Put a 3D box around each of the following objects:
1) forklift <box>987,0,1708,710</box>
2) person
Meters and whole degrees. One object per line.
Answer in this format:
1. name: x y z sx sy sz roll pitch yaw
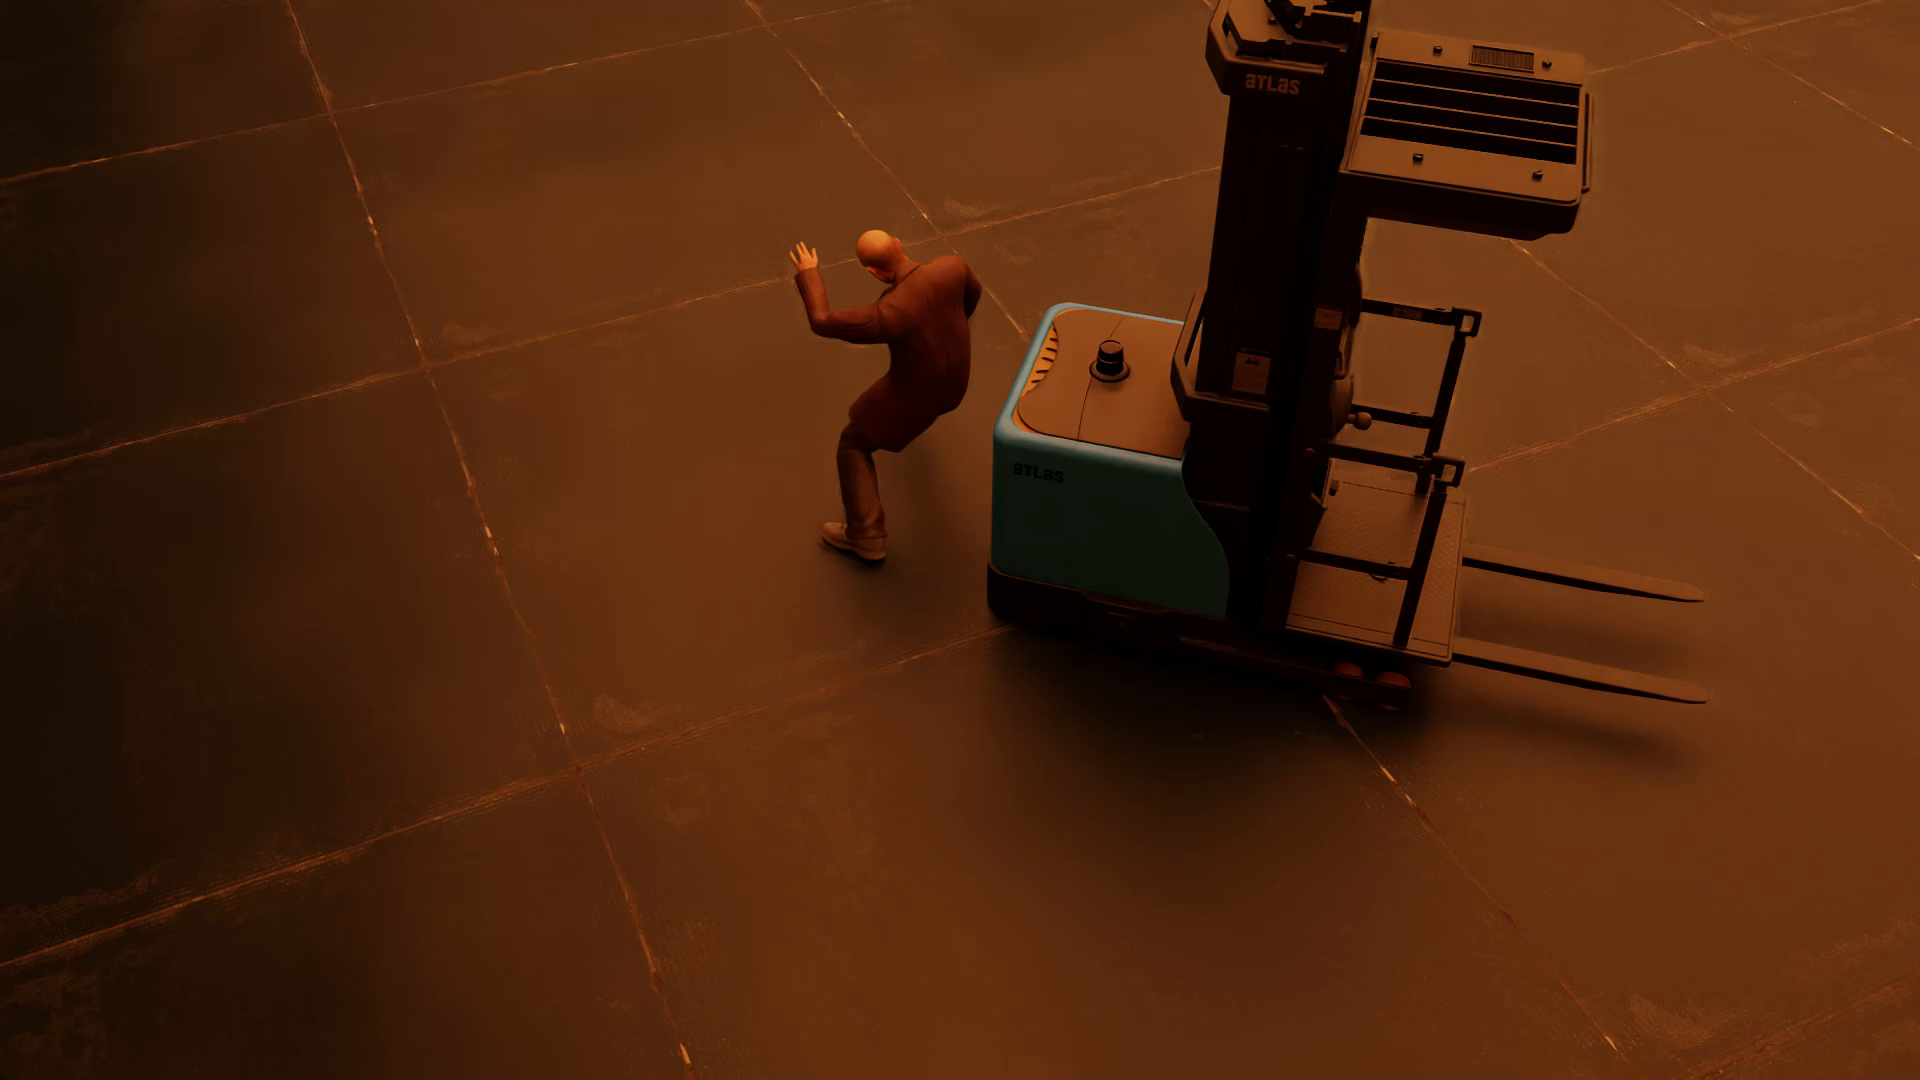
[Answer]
1. forklift: 1.697 -0.758 6.493 3.031 2.935 1.130 11 44 12
2. person: -0.395 -0.894 7.778 1.059 1.416 1.261 -25 48 -24
